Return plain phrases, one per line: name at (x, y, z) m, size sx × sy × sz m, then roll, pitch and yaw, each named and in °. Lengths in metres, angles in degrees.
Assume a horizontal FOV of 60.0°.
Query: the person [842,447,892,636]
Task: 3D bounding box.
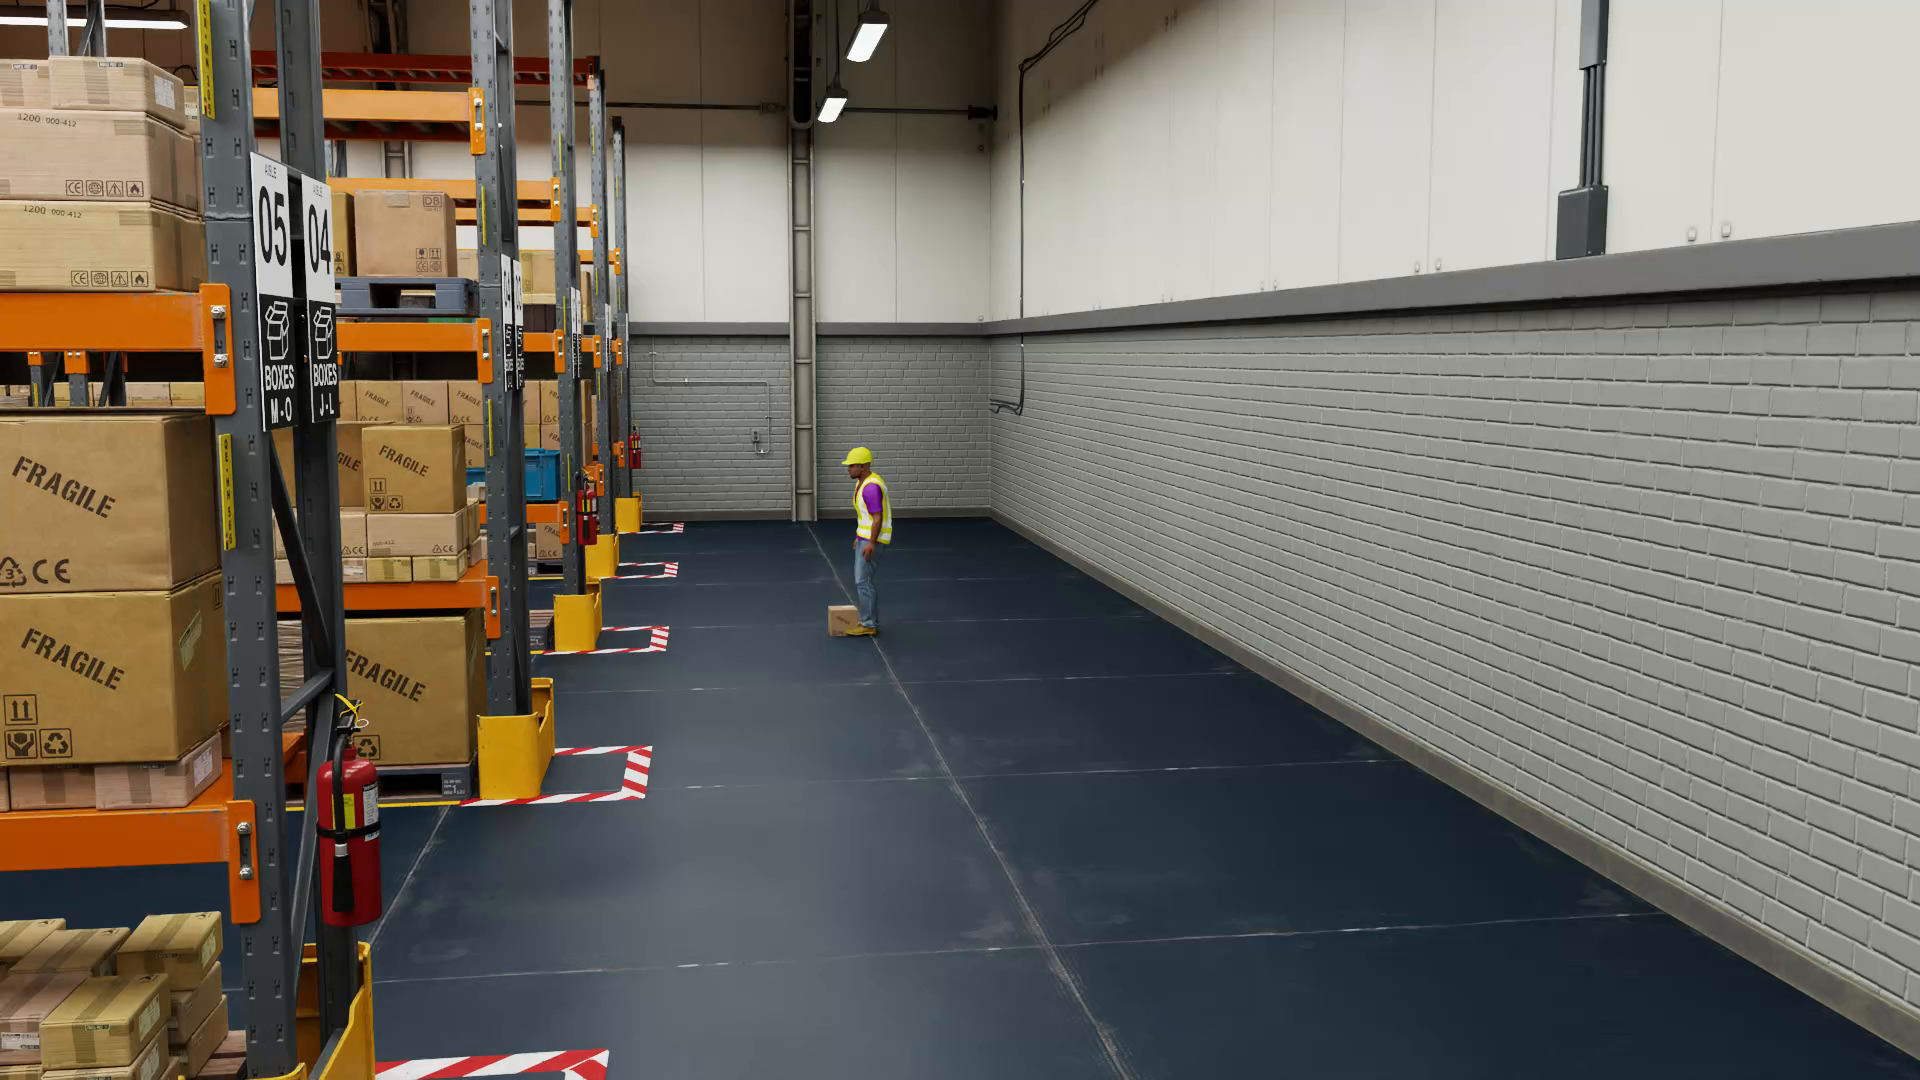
person at (-0.876, 0.009, 15.575) m, size 0.461 × 1.755 × 0.630 m, roll -1°, pitch 7°, yaw -12°
